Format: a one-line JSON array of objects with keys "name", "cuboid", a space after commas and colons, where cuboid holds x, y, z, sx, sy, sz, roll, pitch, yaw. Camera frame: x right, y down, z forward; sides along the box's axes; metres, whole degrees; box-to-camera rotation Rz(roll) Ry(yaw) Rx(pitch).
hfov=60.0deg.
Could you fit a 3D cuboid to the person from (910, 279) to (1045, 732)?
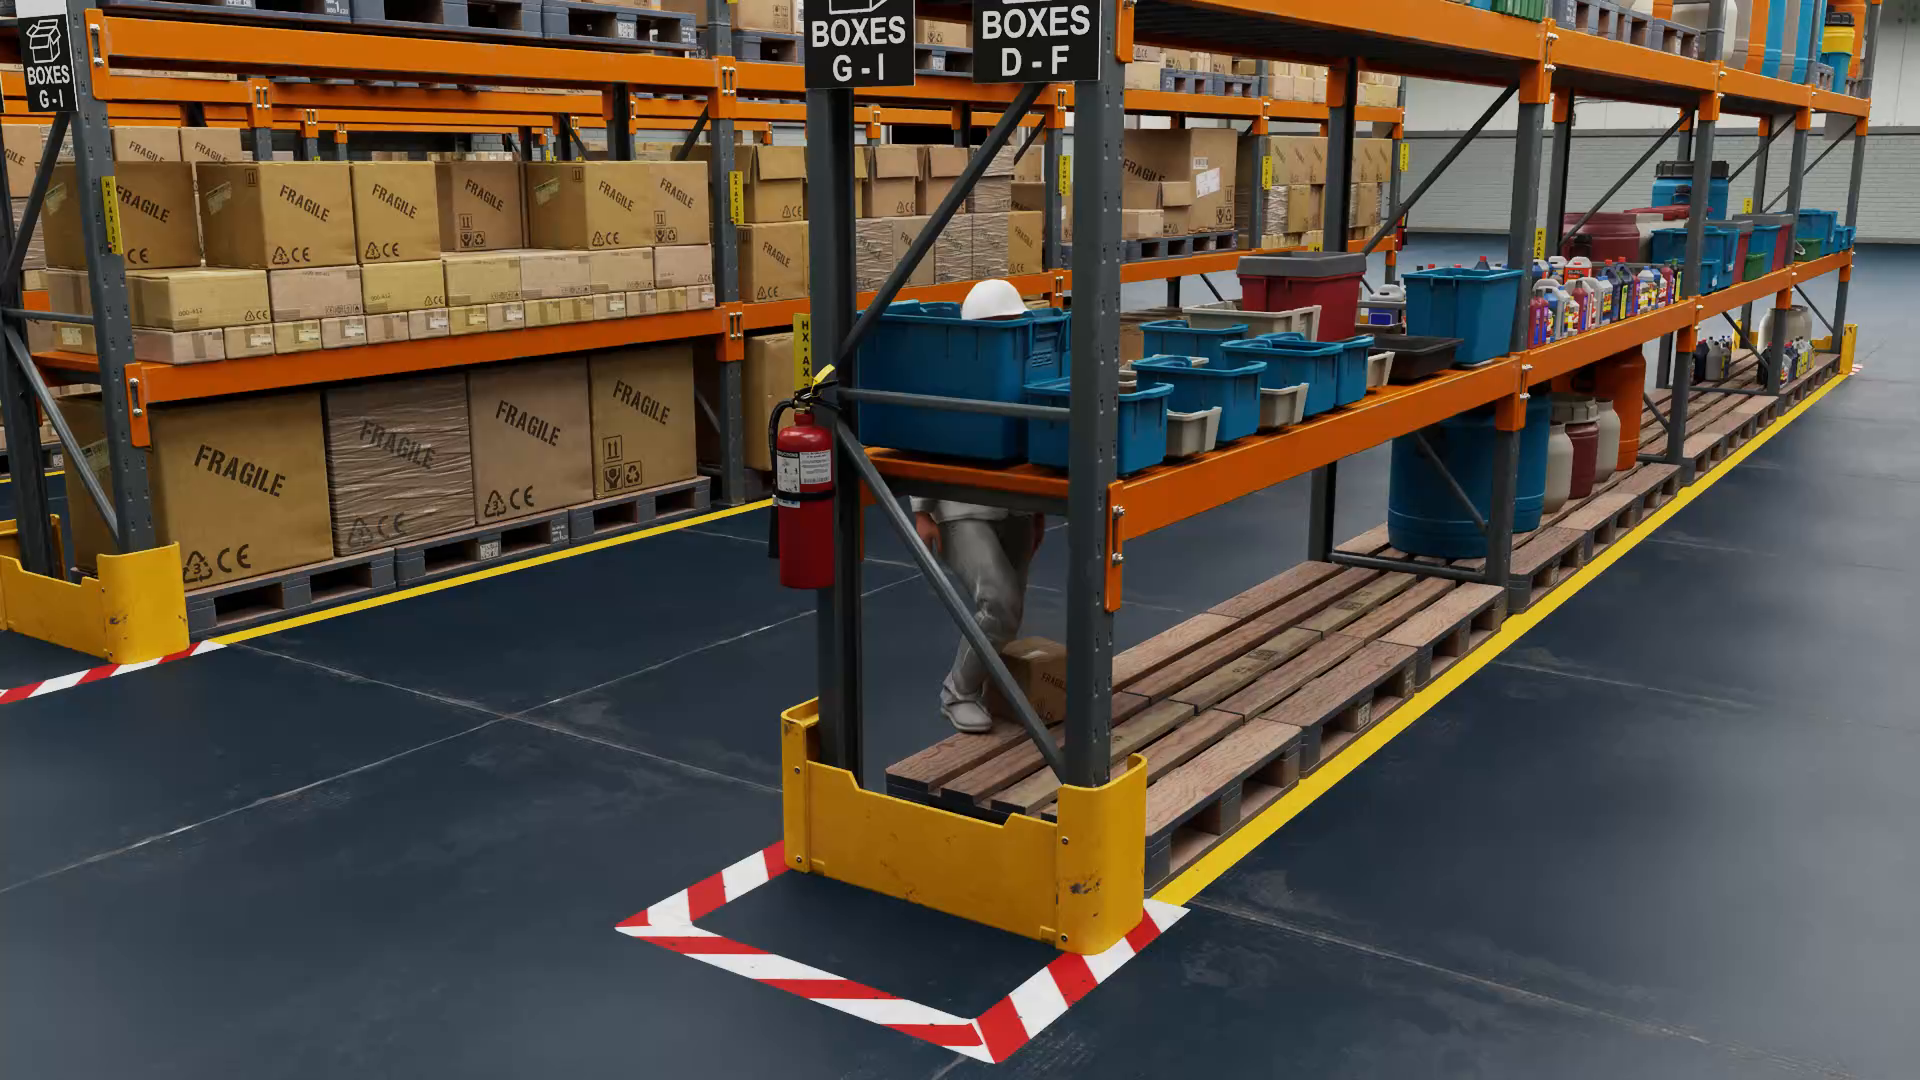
[{"name": "person", "cuboid": [0.140, -0.054, 6.110, 0.636, 1.777, 0.611, -10, 16, -38]}]
